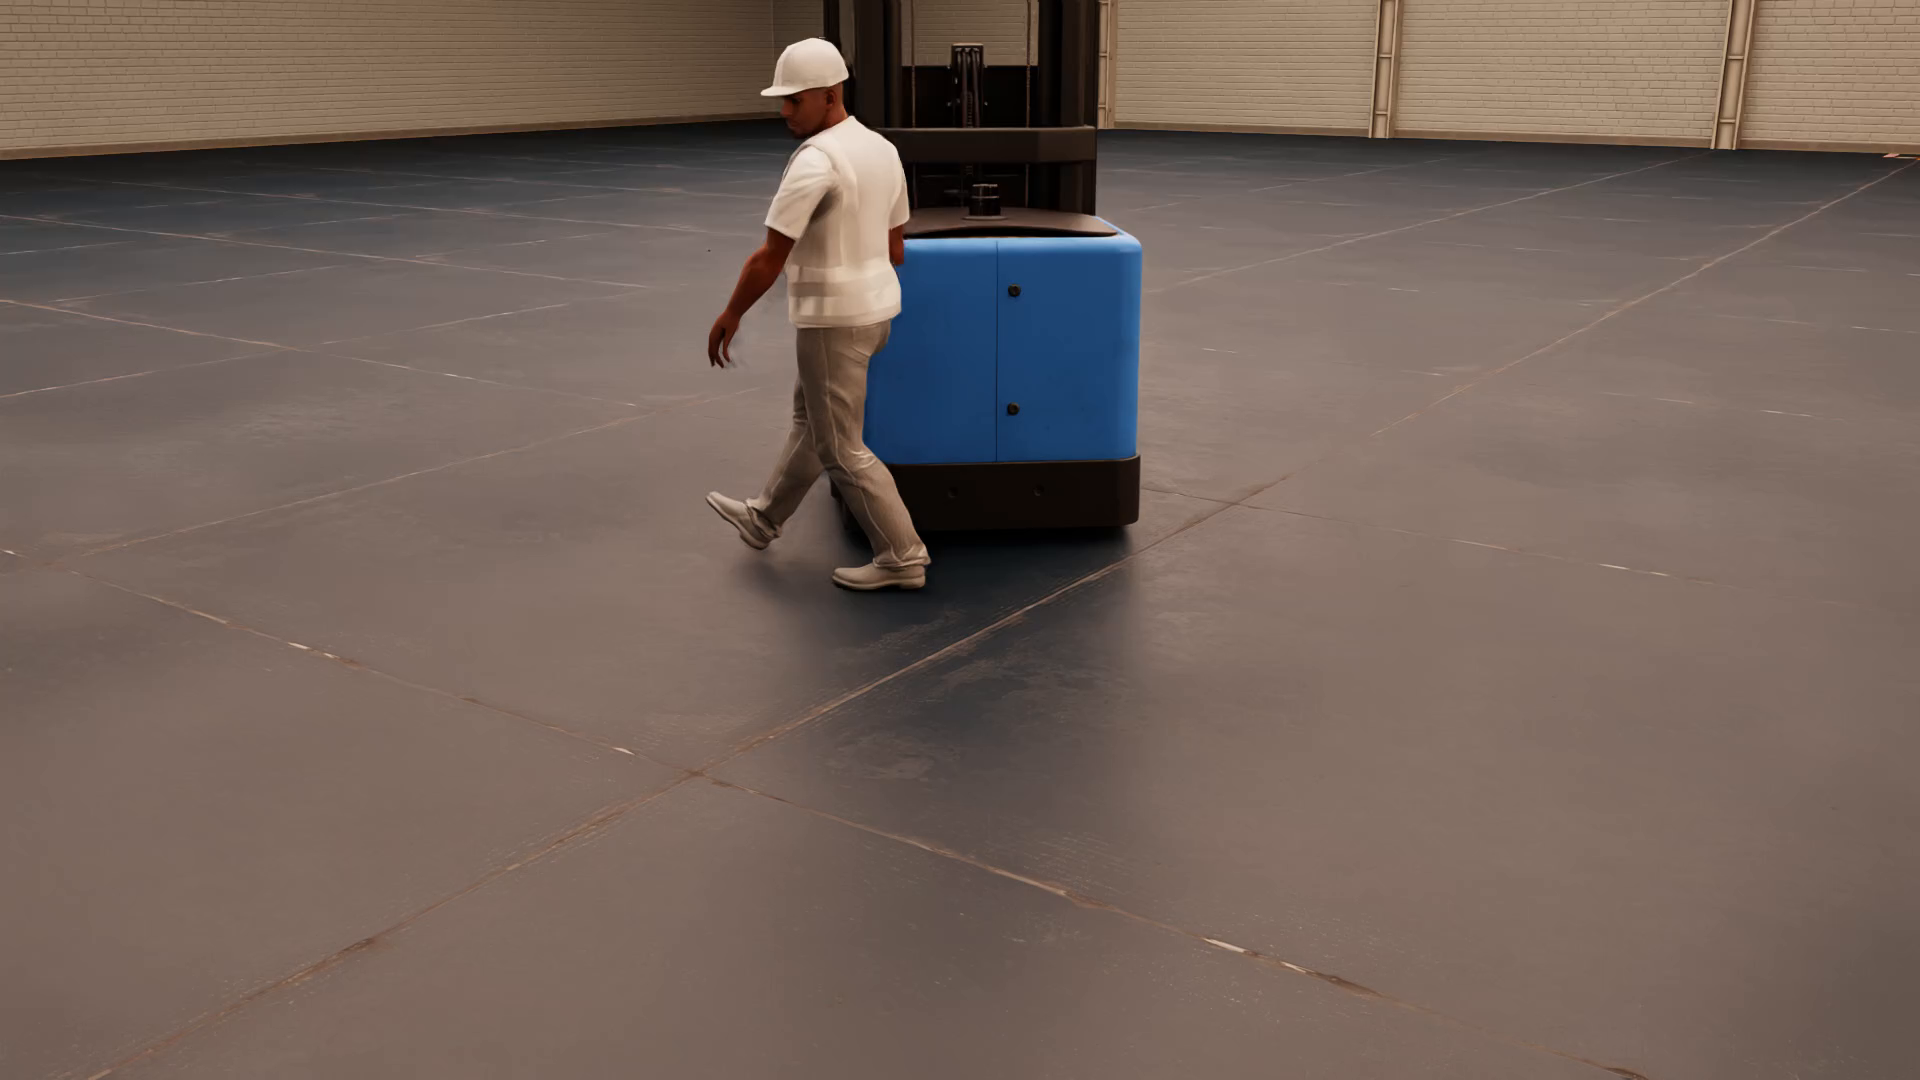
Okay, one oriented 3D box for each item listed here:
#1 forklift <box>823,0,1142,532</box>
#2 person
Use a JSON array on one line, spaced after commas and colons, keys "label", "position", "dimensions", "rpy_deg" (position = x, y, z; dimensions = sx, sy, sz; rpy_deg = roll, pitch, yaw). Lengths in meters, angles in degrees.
[{"label": "forklift", "position": [-0.018, -1.804, 6.865], "dimensions": [1.130, 2.935, 3.031], "rpy_deg": [-2, 17, -5]}, {"label": "person", "position": [-0.495, -0.739, 5.424], "dimensions": [0.915, 1.718, 0.771], "rpy_deg": [6, 18, 18]}]
